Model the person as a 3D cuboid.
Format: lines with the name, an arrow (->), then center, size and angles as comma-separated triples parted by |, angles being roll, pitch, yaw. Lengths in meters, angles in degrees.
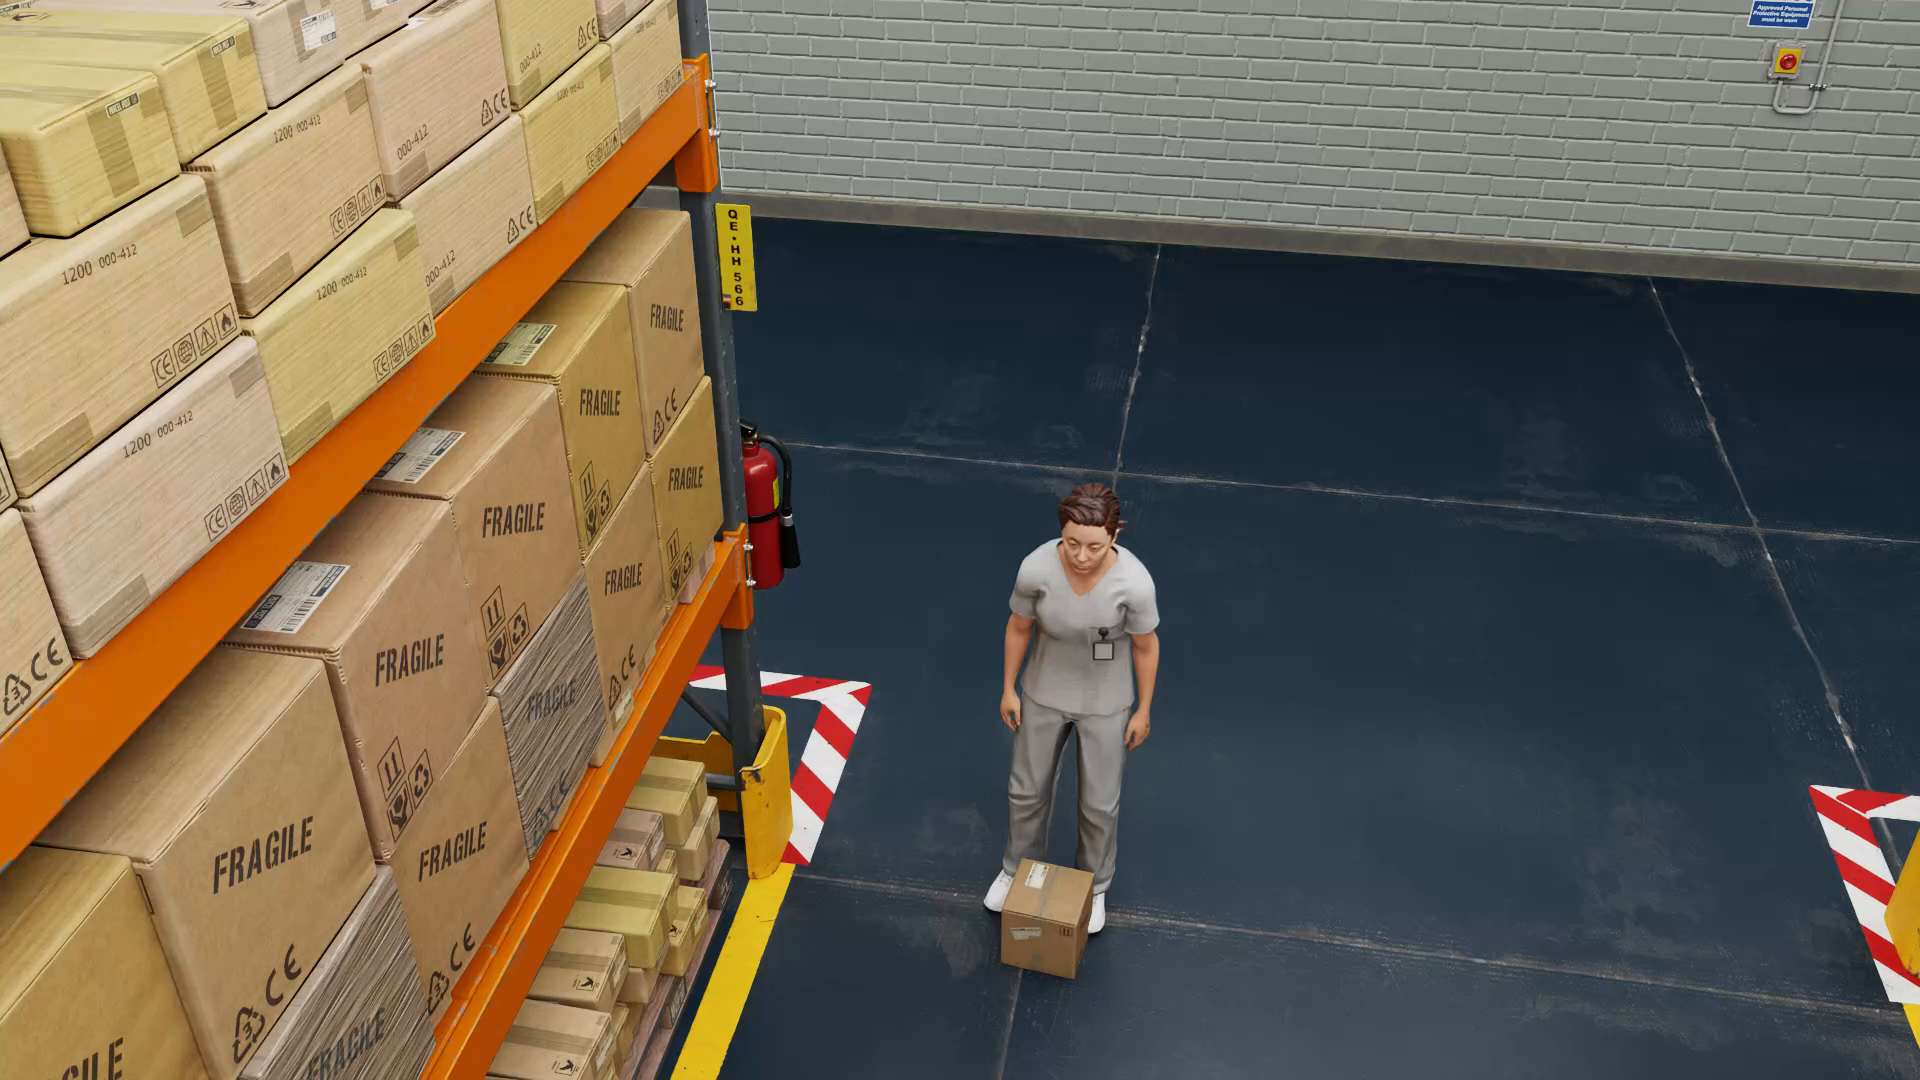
person -> 0.361, 0.526, 5.315 | 0.514, 1.671, 0.370 | 8, 33, 12
